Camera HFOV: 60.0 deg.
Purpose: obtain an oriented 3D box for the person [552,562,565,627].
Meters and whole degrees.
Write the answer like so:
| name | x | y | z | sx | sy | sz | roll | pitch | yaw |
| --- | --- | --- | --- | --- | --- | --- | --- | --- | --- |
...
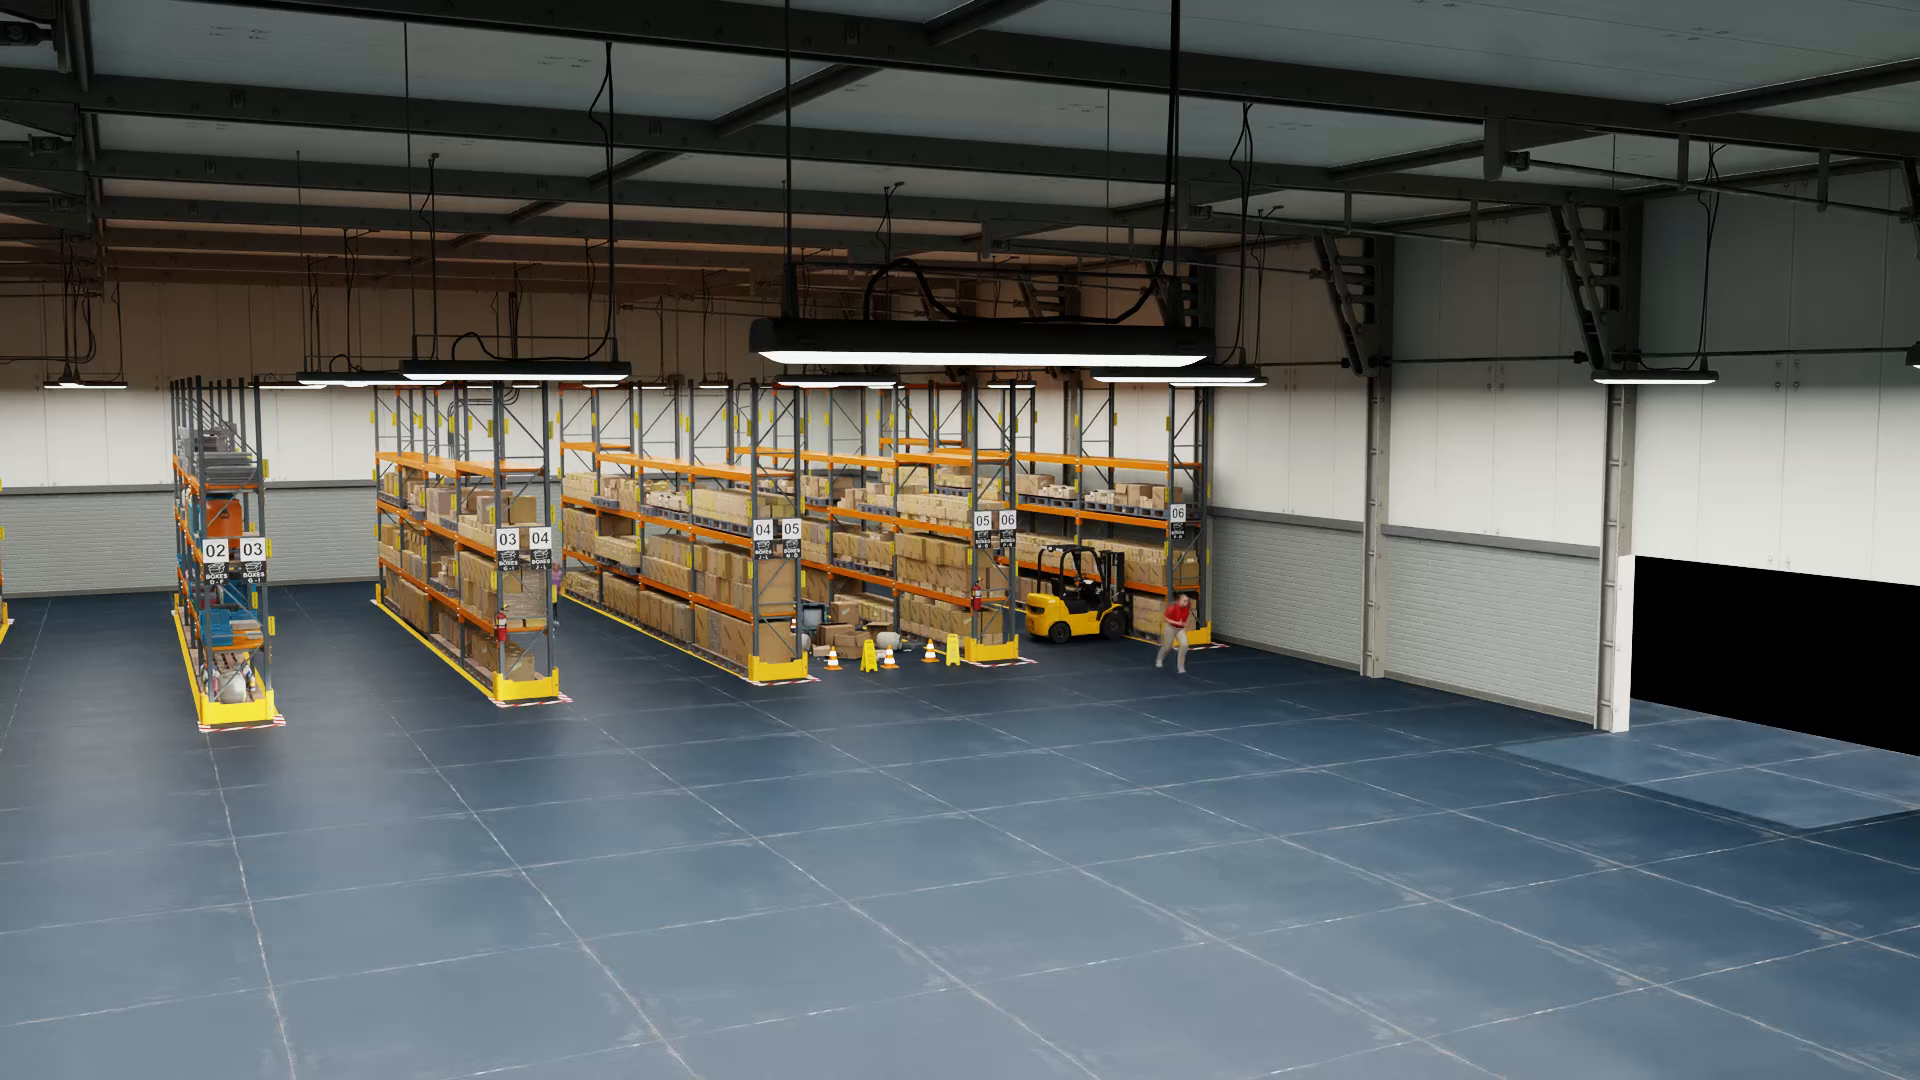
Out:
| name | x | y | z | sx | sy | sz | roll | pitch | yaw |
| --- | --- | --- | --- | --- | --- | --- | --- | --- | --- |
| person | -9.990 | 1.309 | 40.856 | 0.549 | 1.605 | 0.802 | -3 | 6 | -32 |

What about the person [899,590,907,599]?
| name | x | y | z | sx | sy | sz | roll | pitch | yaw |
| --- | --- | --- | --- | --- | --- | --- | --- | --- | --- |
| person | -1.476 | 0.916 | 43.776 | 0.627 | 1.562 | 0.848 | -4 | 6 | -35 |

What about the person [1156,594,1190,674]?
| name | x | y | z | sx | sy | sz | roll | pitch | yaw |
| --- | --- | --- | --- | --- | --- | --- | --- | --- | --- |
| person | 4.377 | 1.915 | 34.099 | 0.707 | 1.696 | 1.015 | -3 | 6 | -29 |

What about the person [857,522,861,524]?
| name | x | y | z | sx | sy | sz | roll | pitch | yaw |
| --- | --- | --- | --- | --- | --- | --- | --- | --- | --- |
| person | -2.854 | 0.361 | 47.900 | 0.510 | 1.761 | 0.763 | -4 | 6 | -37 |
